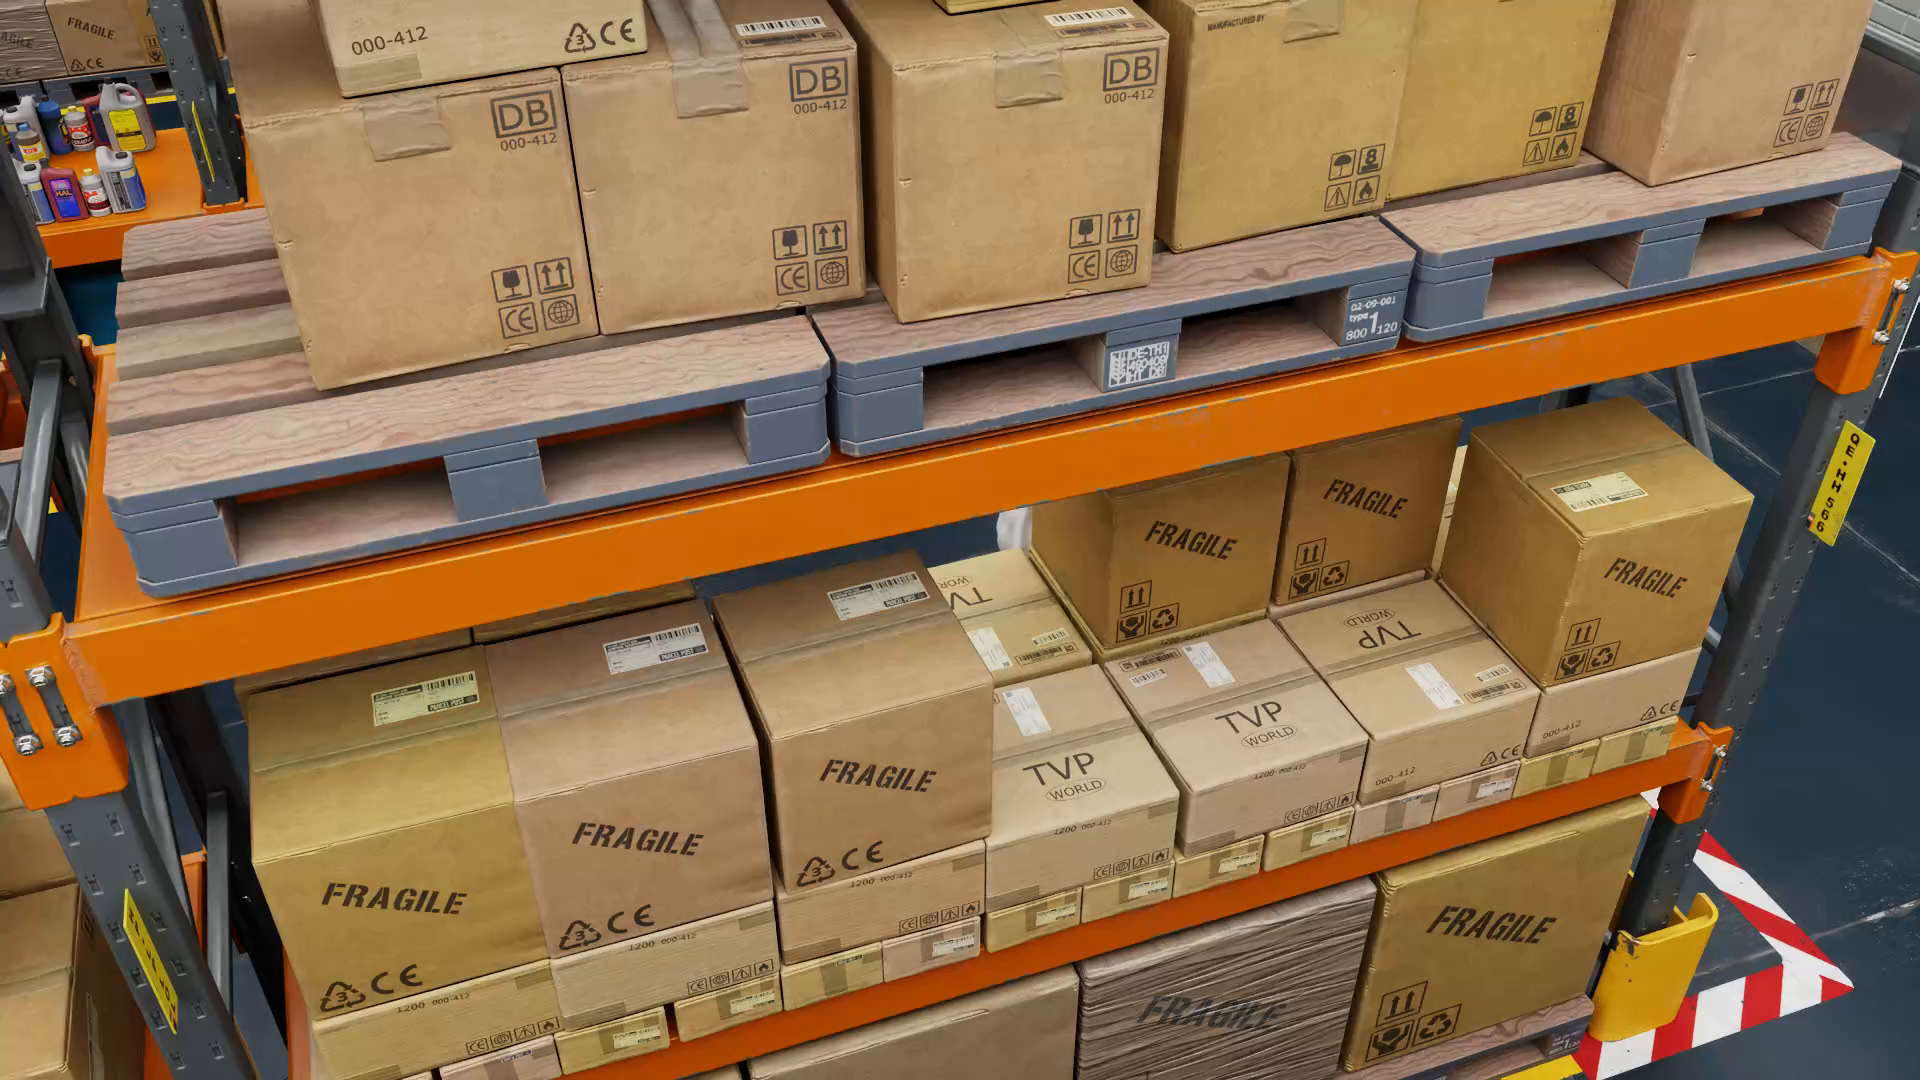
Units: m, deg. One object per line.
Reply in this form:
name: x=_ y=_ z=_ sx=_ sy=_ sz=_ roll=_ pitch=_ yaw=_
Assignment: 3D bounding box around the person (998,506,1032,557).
person: x=0.382 y=0.058 z=6.053 sx=0.458 sy=1.773 sz=0.592 roll=-14 pitch=40 yaw=-18
